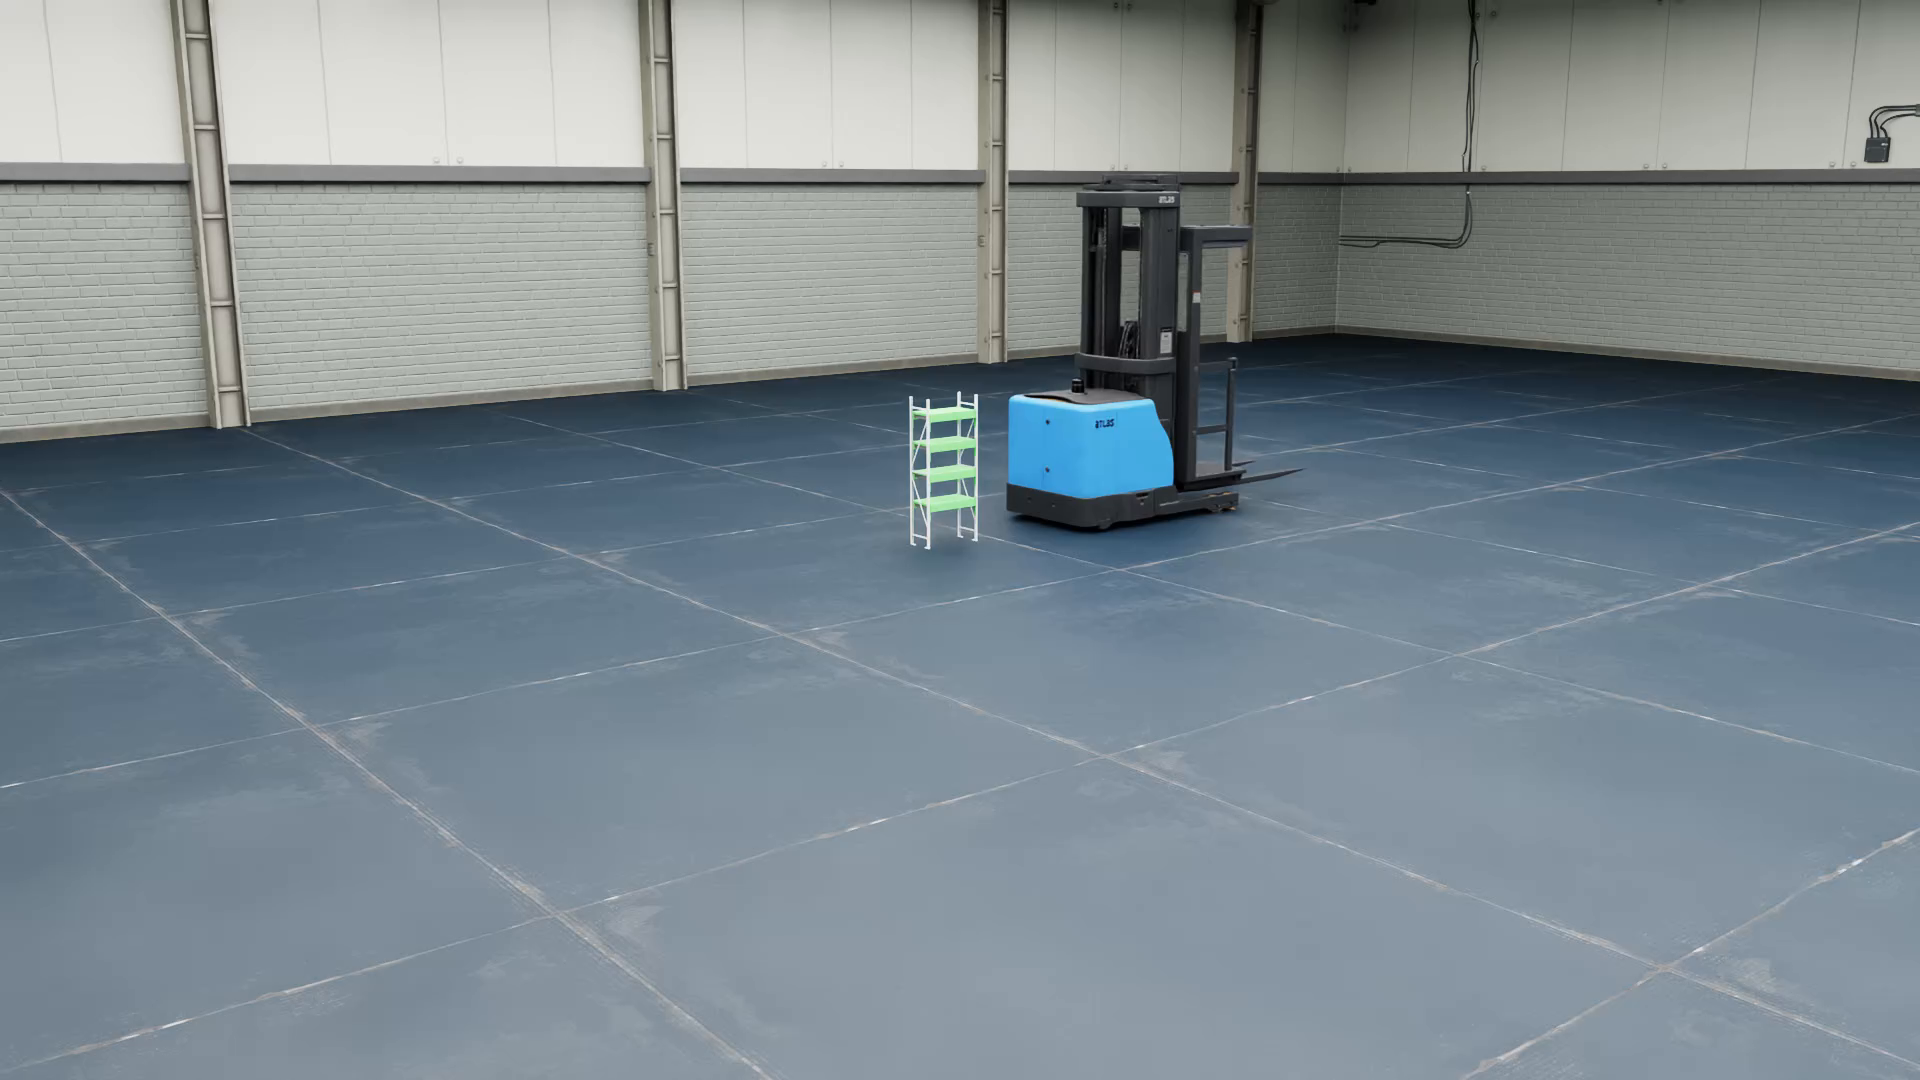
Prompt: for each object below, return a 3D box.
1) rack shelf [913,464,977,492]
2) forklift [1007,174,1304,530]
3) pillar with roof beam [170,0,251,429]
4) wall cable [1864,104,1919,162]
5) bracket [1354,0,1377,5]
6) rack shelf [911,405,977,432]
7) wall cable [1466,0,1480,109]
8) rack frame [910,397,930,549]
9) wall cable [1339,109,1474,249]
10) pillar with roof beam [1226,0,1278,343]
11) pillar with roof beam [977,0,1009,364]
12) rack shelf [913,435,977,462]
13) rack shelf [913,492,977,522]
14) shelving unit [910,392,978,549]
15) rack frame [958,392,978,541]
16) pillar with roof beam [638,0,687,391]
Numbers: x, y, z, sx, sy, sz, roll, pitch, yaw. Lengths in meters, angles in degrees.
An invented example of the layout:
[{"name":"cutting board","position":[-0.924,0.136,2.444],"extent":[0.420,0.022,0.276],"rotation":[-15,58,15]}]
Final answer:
[{"name":"rack shelf","position":[-0.129,-0.503,13.416],"extent":[0.480,0.148,0.258],"rotation":[-9,15,-38]},{"name":"forklift","position":[1.870,-1.745,14.791],"extent":[3.031,2.935,1.130],"rotation":[-10,15,-38]},{"name":"pillar with roof beam","position":[-6.147,-5.087,15.920],"extent":[0.400,9.000,9.100],"rotation":[-9,15,-38]},{"name":"wall cable","position":[14.264,-8.410,23.383],"extent":[0.169,6.003,2.305],"rotation":[-9,15,-38]},{"name":"bracket","position":[7.616,-10.185,31.264],"extent":[0.430,0.232,0.235],"rotation":[-9,15,-38]},{"name":"rack shelf","position":[-0.129,-0.972,13.317],"extent":[0.480,0.148,0.258],"rotation":[-9,15,-38]},{"name":"wall cable","position":[10.036,-8.801,28.729],"extent":[0.112,2.526,3.097],"rotation":[-9,15,-38]},{"name":"rack frame","position":[-0.320,-0.534,13.254],"extent":[0.015,1.200,0.240],"rotation":[-9,15,-38]},{"name":"wall cable","position":[8.346,-6.770,31.320],"extent":[0.112,2.526,3.097],"rotation":[-9,15,-38]},{"name":"pillar with roof beam","position":[7.908,-7.422,26.919],"extent":[0.548,9.000,9.100],"rotation":[-9,15,-38]},{"name":"pillar with roof beam","position":[3.223,-6.644,23.253],"extent":[0.400,9.000,9.100],"rotation":[-9,15,-38]},{"name":"rack shelf","position":[-0.129,-0.738,13.366],"extent":[0.480,0.148,0.258],"rotation":[-9,15,-38]},{"name":"rack shelf","position":[-0.129,-0.268,13.466],"extent":[0.480,0.148,0.258],"rotation":[-9,15,-38]},{"name":"shelving unit","position":[-0.129,-0.565,13.403],"extent":[0.503,1.200,0.258],"rotation":[-9,15,-38]},{"name":"rack frame","position":[0.061,-0.597,13.552],"extent":[0.015,1.200,0.240],"rotation":[-9,15,-38]},{"name":"pillar with roof beam","position":[-1.462,-5.865,19.586],"extent":[0.400,9.000,9.100],"rotation":[-9,15,-38]}]
